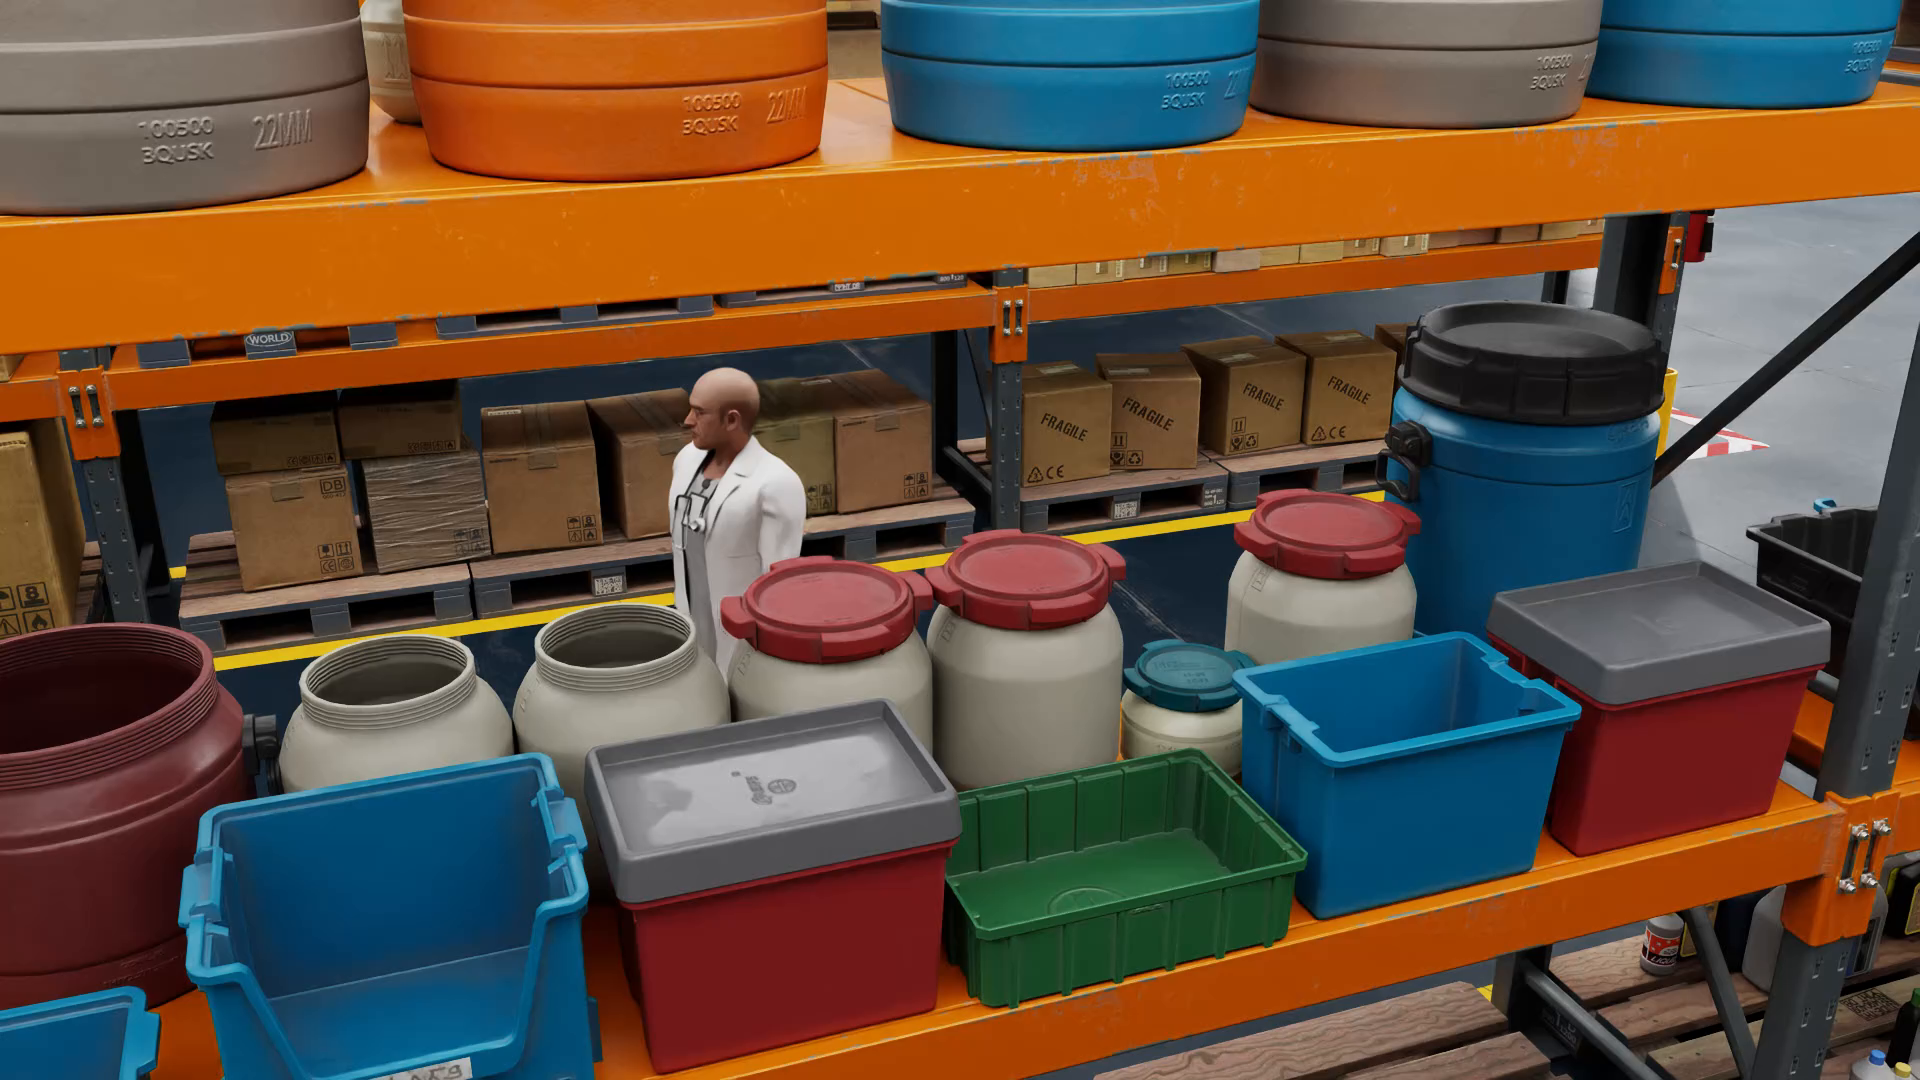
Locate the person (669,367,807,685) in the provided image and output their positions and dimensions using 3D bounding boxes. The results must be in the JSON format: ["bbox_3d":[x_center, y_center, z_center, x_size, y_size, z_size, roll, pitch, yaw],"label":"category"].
[{"bbox_3d":[-0.745,0.350,5.231,0.595,1.801,0.465,14,26,31],"label":"person"}]
